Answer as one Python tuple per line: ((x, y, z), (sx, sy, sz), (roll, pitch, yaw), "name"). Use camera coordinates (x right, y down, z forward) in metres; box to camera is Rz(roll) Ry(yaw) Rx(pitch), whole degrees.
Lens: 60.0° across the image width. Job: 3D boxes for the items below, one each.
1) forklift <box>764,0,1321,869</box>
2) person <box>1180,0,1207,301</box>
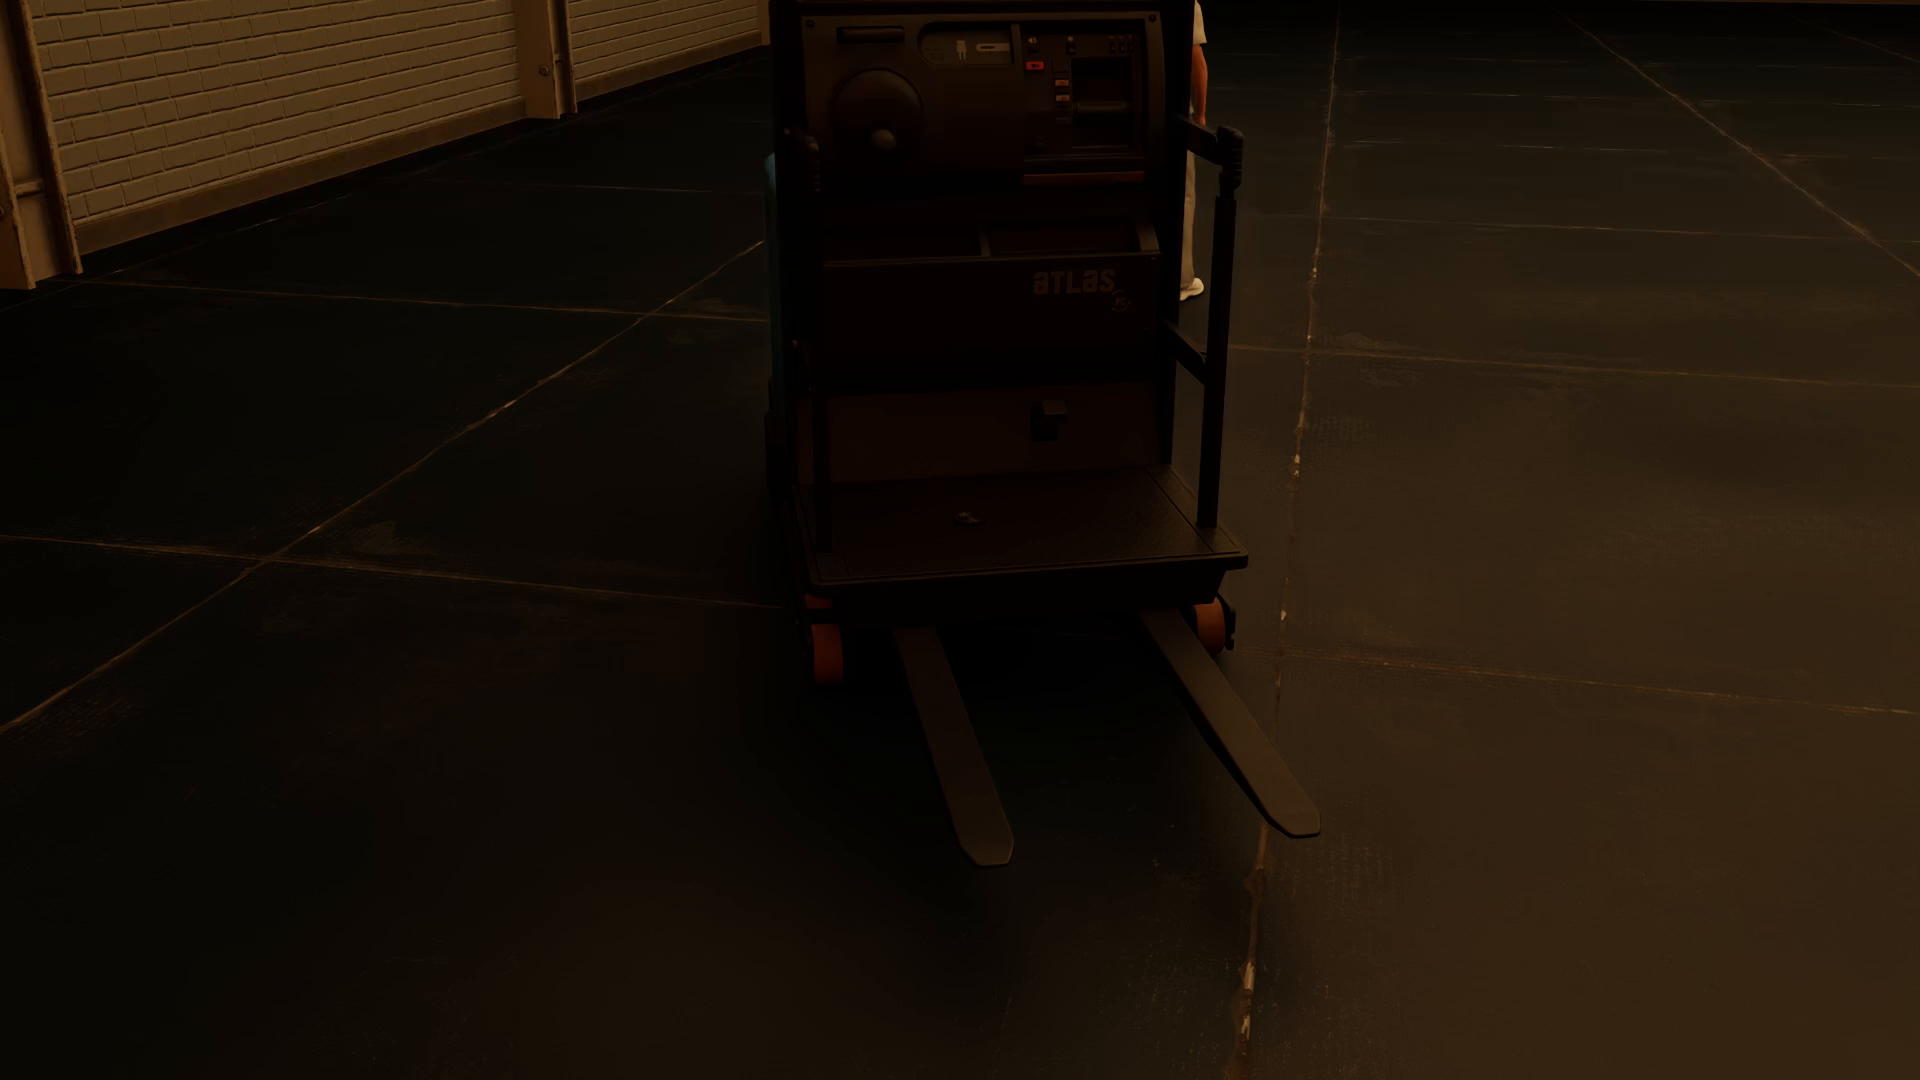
((0.104, -1.131, 4.040), (1.130, 2.935, 3.031), (-4, 22, -9), "forklift")
((0.913, -1.964, 7.752), (0.507, 1.671, 0.365), (6, 23, 13), "person")
